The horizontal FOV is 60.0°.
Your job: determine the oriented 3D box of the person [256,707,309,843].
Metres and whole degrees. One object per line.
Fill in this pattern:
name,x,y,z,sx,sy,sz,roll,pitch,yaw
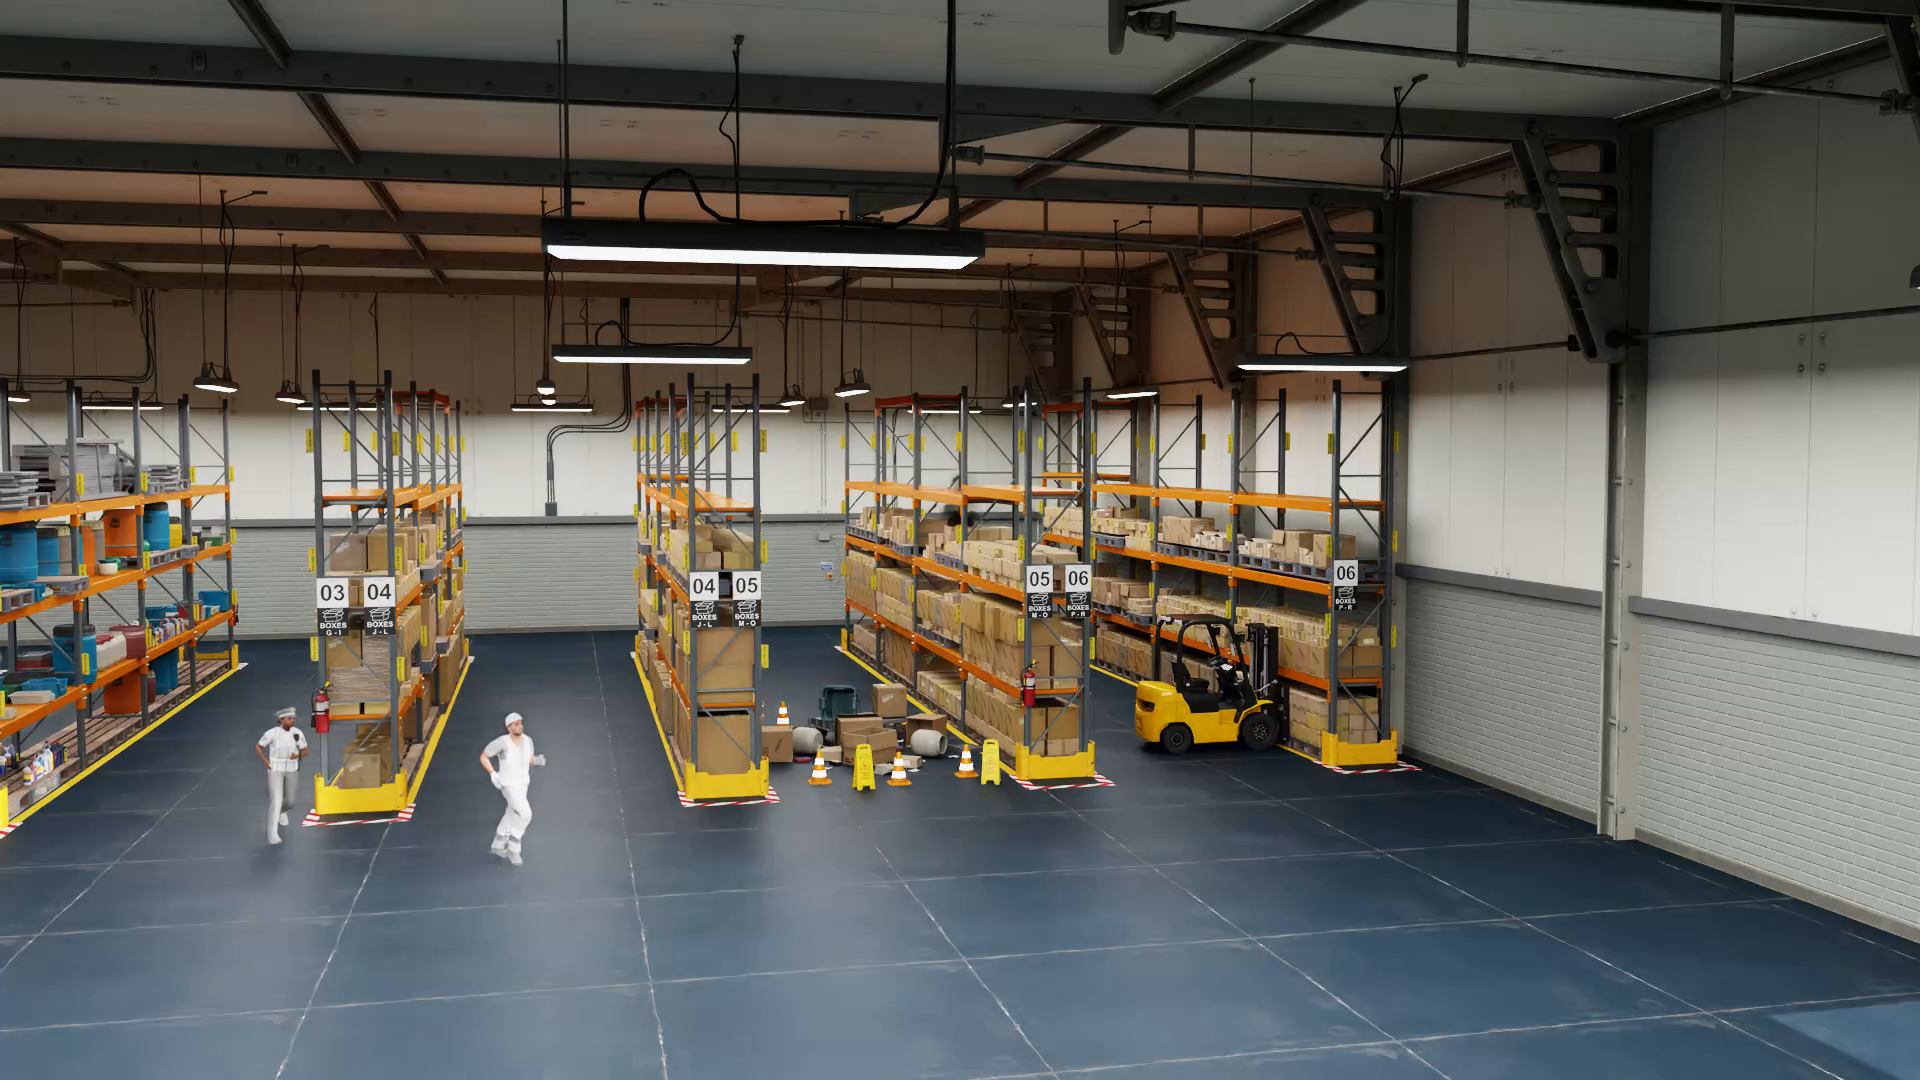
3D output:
person,-8.654,2.968,21.304,0.606,1.666,0.839,-3,4,-41

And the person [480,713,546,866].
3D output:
person,-5.312,2.975,19.910,0.746,1.832,0.616,2,4,26
